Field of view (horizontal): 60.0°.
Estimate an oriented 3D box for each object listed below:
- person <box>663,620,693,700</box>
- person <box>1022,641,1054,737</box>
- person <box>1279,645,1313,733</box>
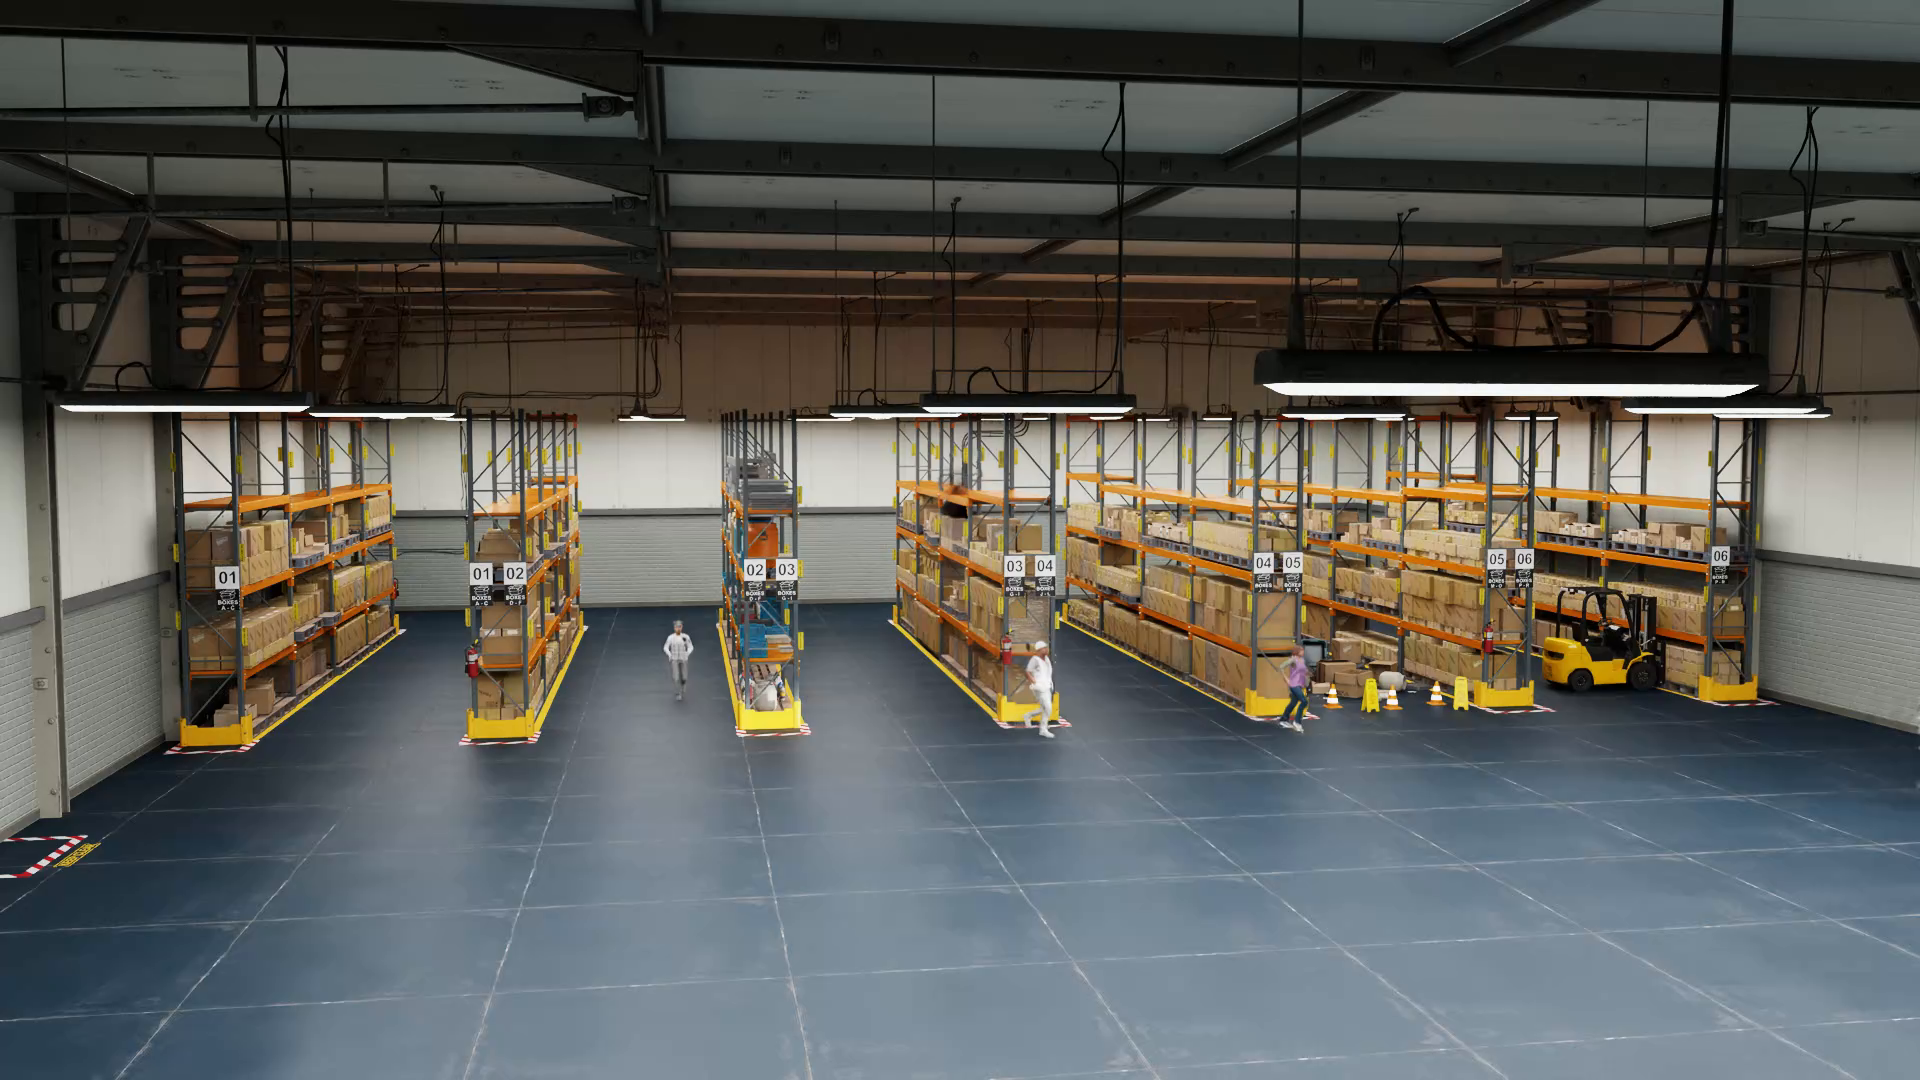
[{"bbox_3d":[-5.851,2.486,34.566,0.613,1.647,0.579,-1,4,-13],"label":"person"},{"bbox_3d":[1.445,2.729,30.609,0.694,1.746,0.699,2,5,29],"label":"person"},{"bbox_3d":[6.278,2.769,31.025,0.667,1.611,0.517,3,5,36],"label":"person"}]
